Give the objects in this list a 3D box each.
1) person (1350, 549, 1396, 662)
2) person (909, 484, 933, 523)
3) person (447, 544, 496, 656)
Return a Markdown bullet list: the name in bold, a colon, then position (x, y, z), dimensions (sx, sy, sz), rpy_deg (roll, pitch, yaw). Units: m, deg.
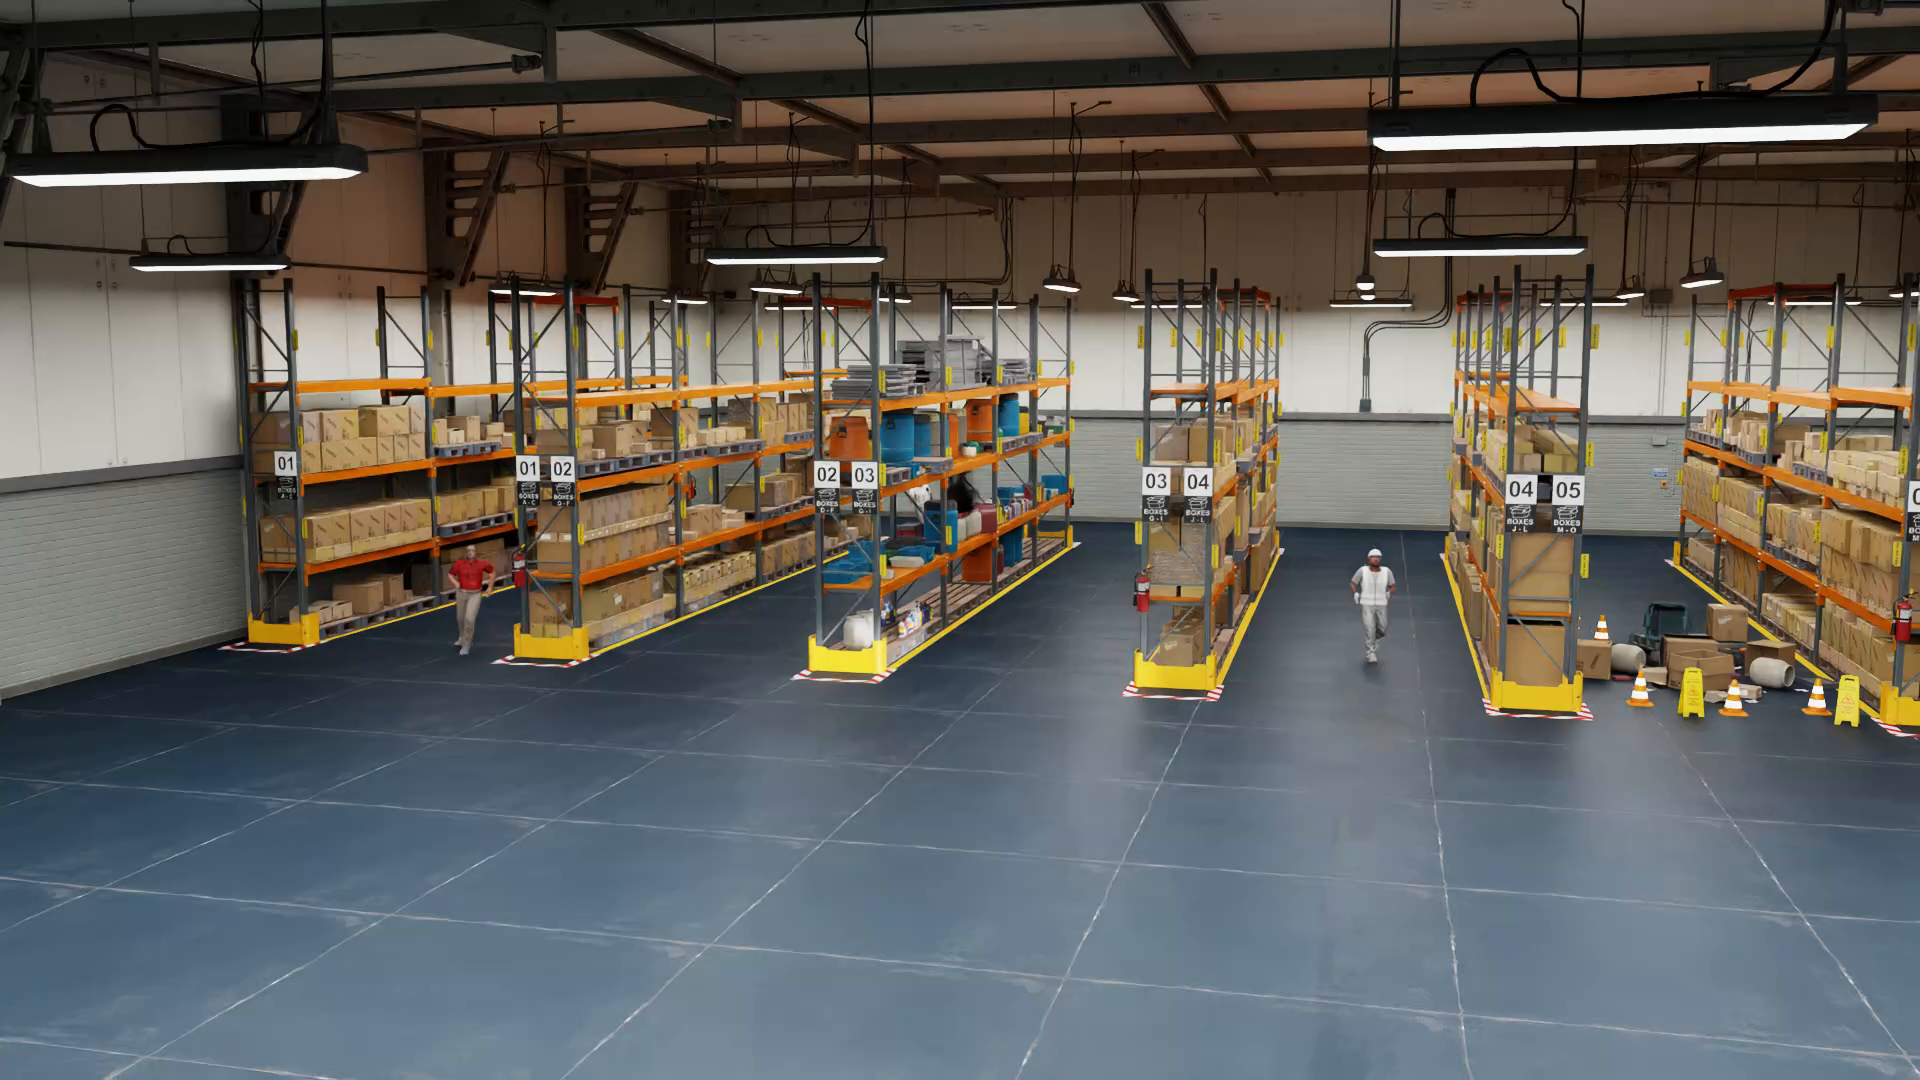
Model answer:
- **person**: position (6.481, 1.015, 26.091), dimensions (0.696, 1.750, 0.818), rpy_deg (1, 7, 4)
- **person**: position (-0.923, -0.788, 41.187), dimensions (0.664, 1.716, 0.584), rpy_deg (-2, 7, -15)
- **person**: position (-7.906, 0.943, 26.842), dimensions (0.723, 1.755, 0.892), rpy_deg (0, 7, -1)
